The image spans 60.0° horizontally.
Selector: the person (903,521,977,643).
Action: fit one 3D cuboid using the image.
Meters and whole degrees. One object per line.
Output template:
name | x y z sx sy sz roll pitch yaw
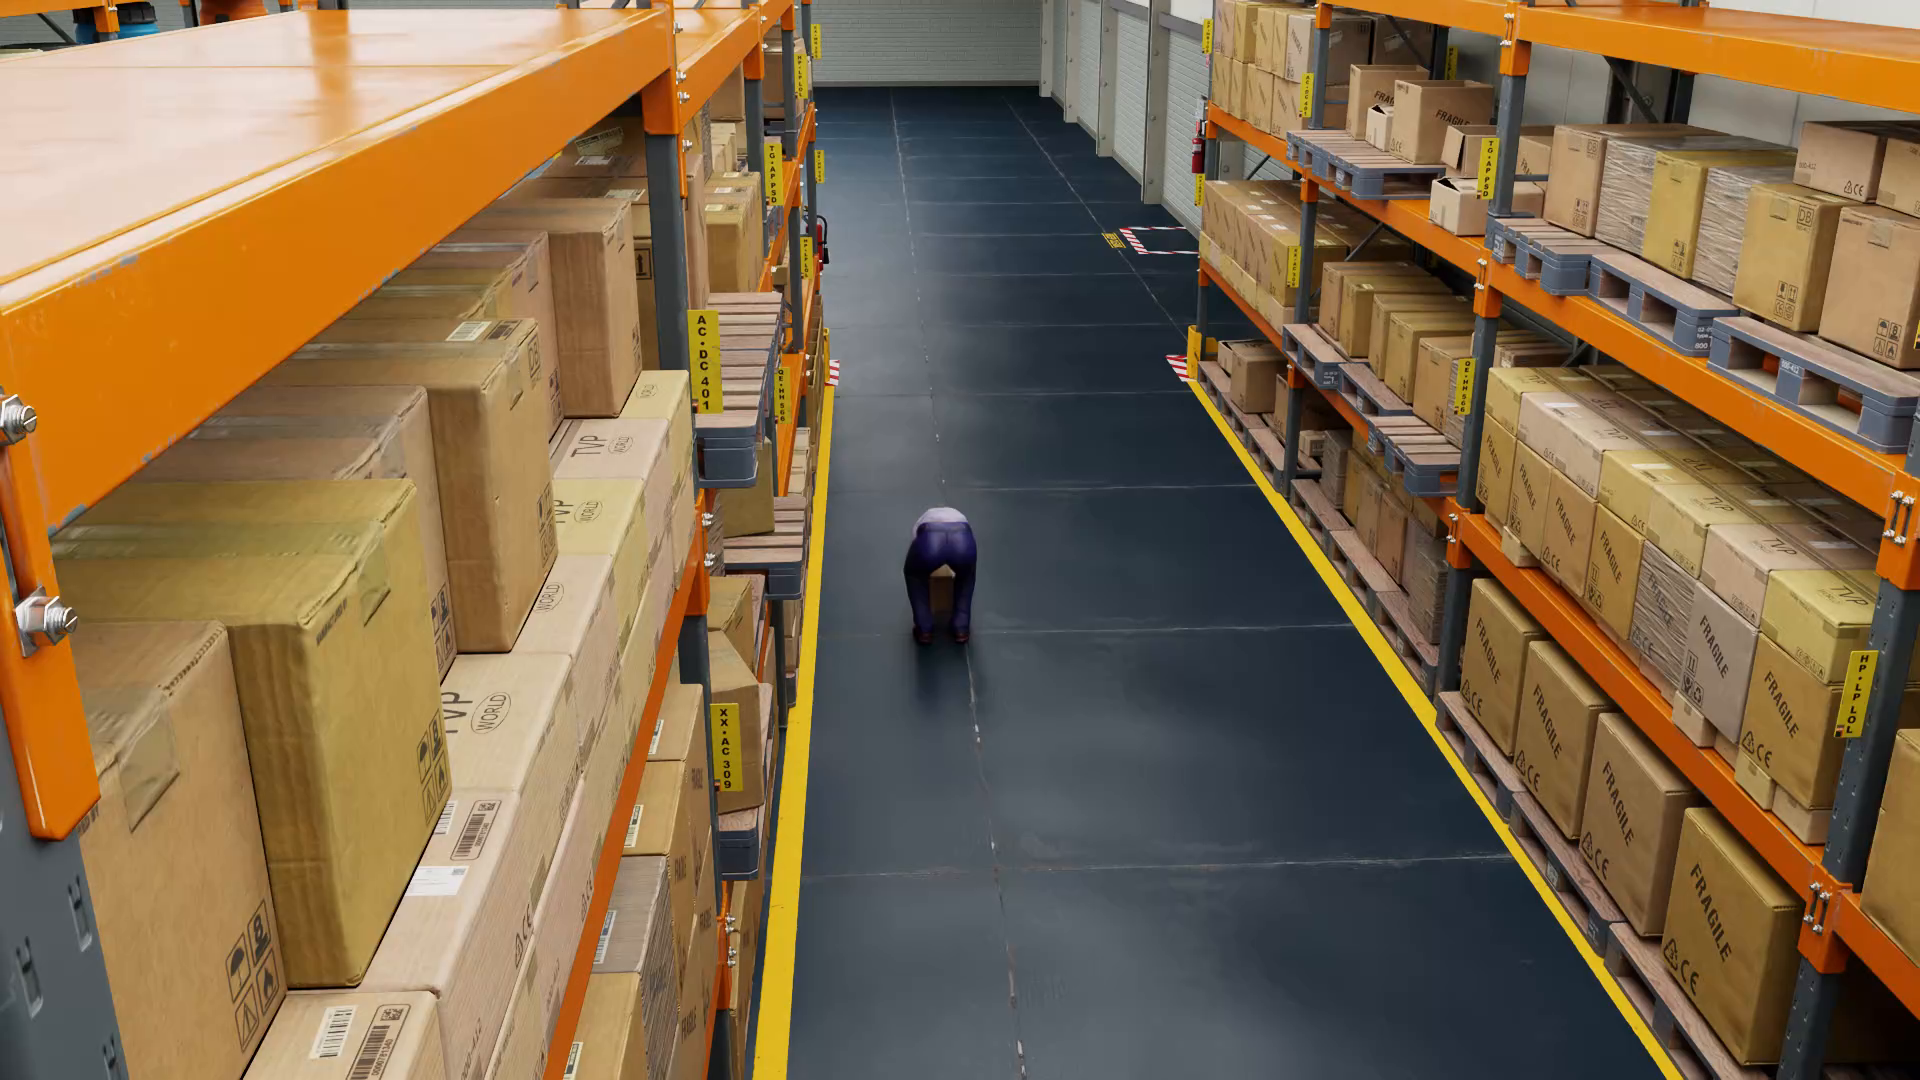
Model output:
person | -0.117 0.251 11.001 0.492 0.898 0.453 -2 21 -6
